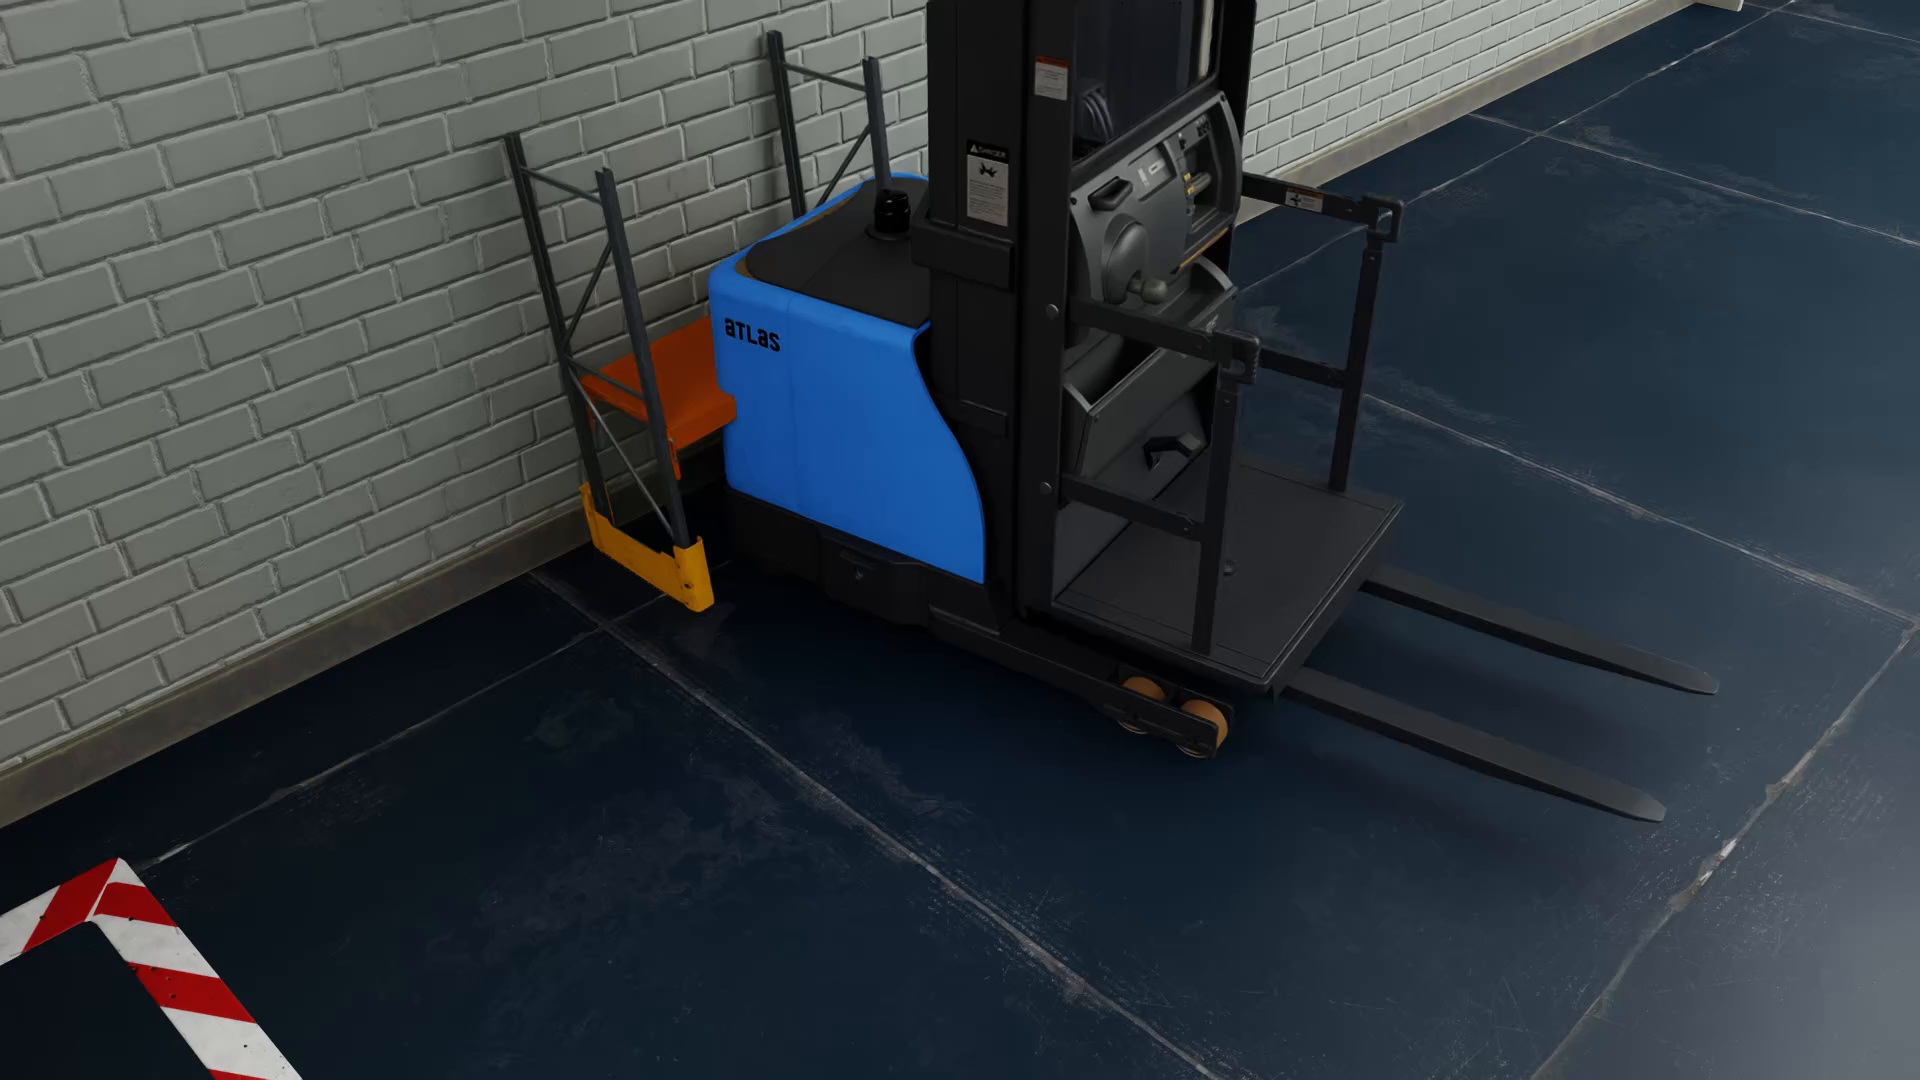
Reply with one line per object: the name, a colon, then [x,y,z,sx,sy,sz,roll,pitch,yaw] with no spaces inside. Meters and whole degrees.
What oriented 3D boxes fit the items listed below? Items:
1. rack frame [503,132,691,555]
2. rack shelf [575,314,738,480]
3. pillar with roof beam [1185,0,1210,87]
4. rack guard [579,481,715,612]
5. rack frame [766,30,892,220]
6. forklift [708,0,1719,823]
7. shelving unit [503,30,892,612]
rack frame: [-1.088,-0.492,5.149,0.500,1.500,0.032,27,46,37]
rack shelf: [-0.723,-0.582,5.535,0.538,0.185,1.000,27,46,37]
pillar with roof beam: [3.798,-3.021,2.216,9.100,9.000,0.400,30,45,35]
rack guard: [-1.040,0.013,5.513,0.587,0.250,0.087,27,46,37]
rack frame: [-0.384,-0.962,5.712,0.500,1.500,0.032,27,46,37]
forklift: [0.727,-0.917,4.503,3.031,2.935,1.130,20,40,26]
shelving unit: [-0.743,-0.723,5.425,0.587,1.500,1.083,27,46,37]
